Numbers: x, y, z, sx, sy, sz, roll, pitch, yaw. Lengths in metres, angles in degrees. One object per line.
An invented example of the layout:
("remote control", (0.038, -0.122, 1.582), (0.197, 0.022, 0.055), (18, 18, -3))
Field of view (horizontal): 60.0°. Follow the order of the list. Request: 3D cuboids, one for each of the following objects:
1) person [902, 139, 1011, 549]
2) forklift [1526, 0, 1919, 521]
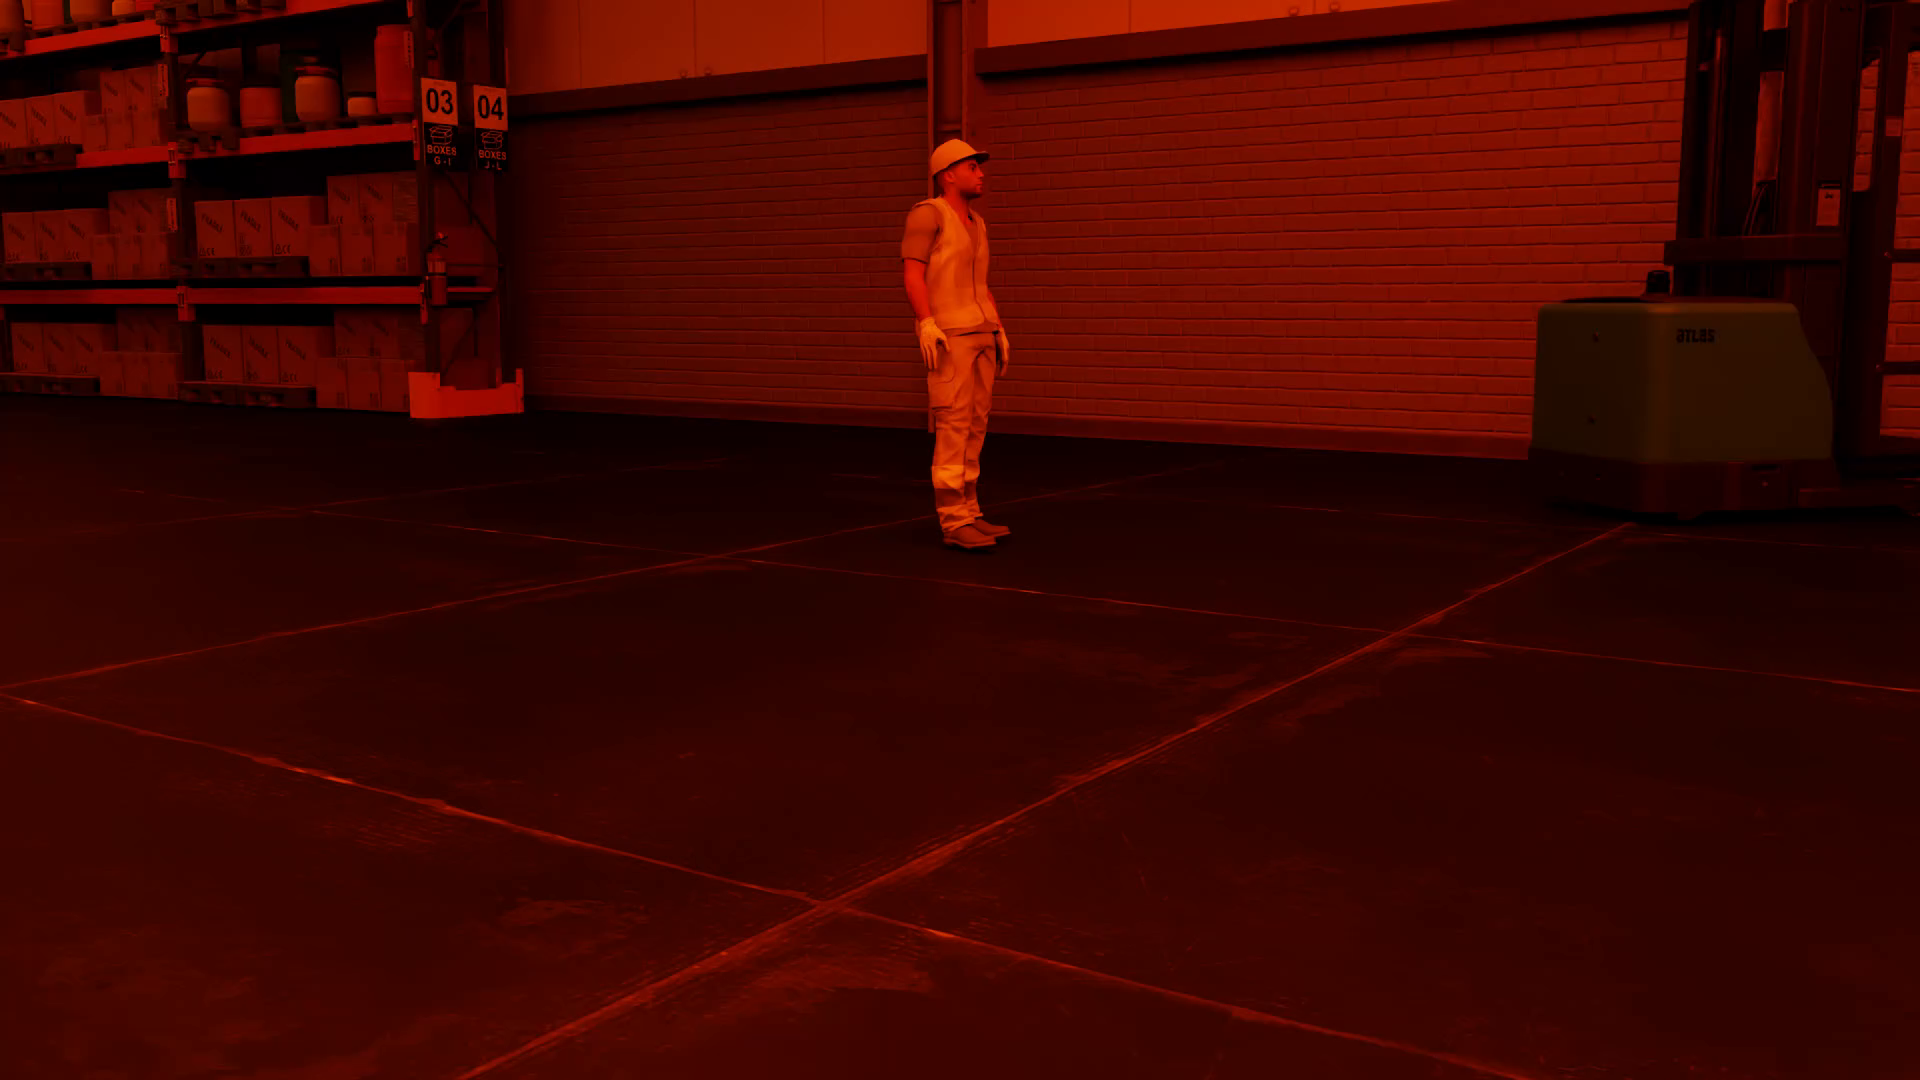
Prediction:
("person", (0.059, -0.885, 7.422), (0.564, 1.787, 0.637), (5, 10, 34))
("forklift", (4.611, -1.633, 8.674), (3.031, 2.935, 1.130), (-2, 8, -15))
